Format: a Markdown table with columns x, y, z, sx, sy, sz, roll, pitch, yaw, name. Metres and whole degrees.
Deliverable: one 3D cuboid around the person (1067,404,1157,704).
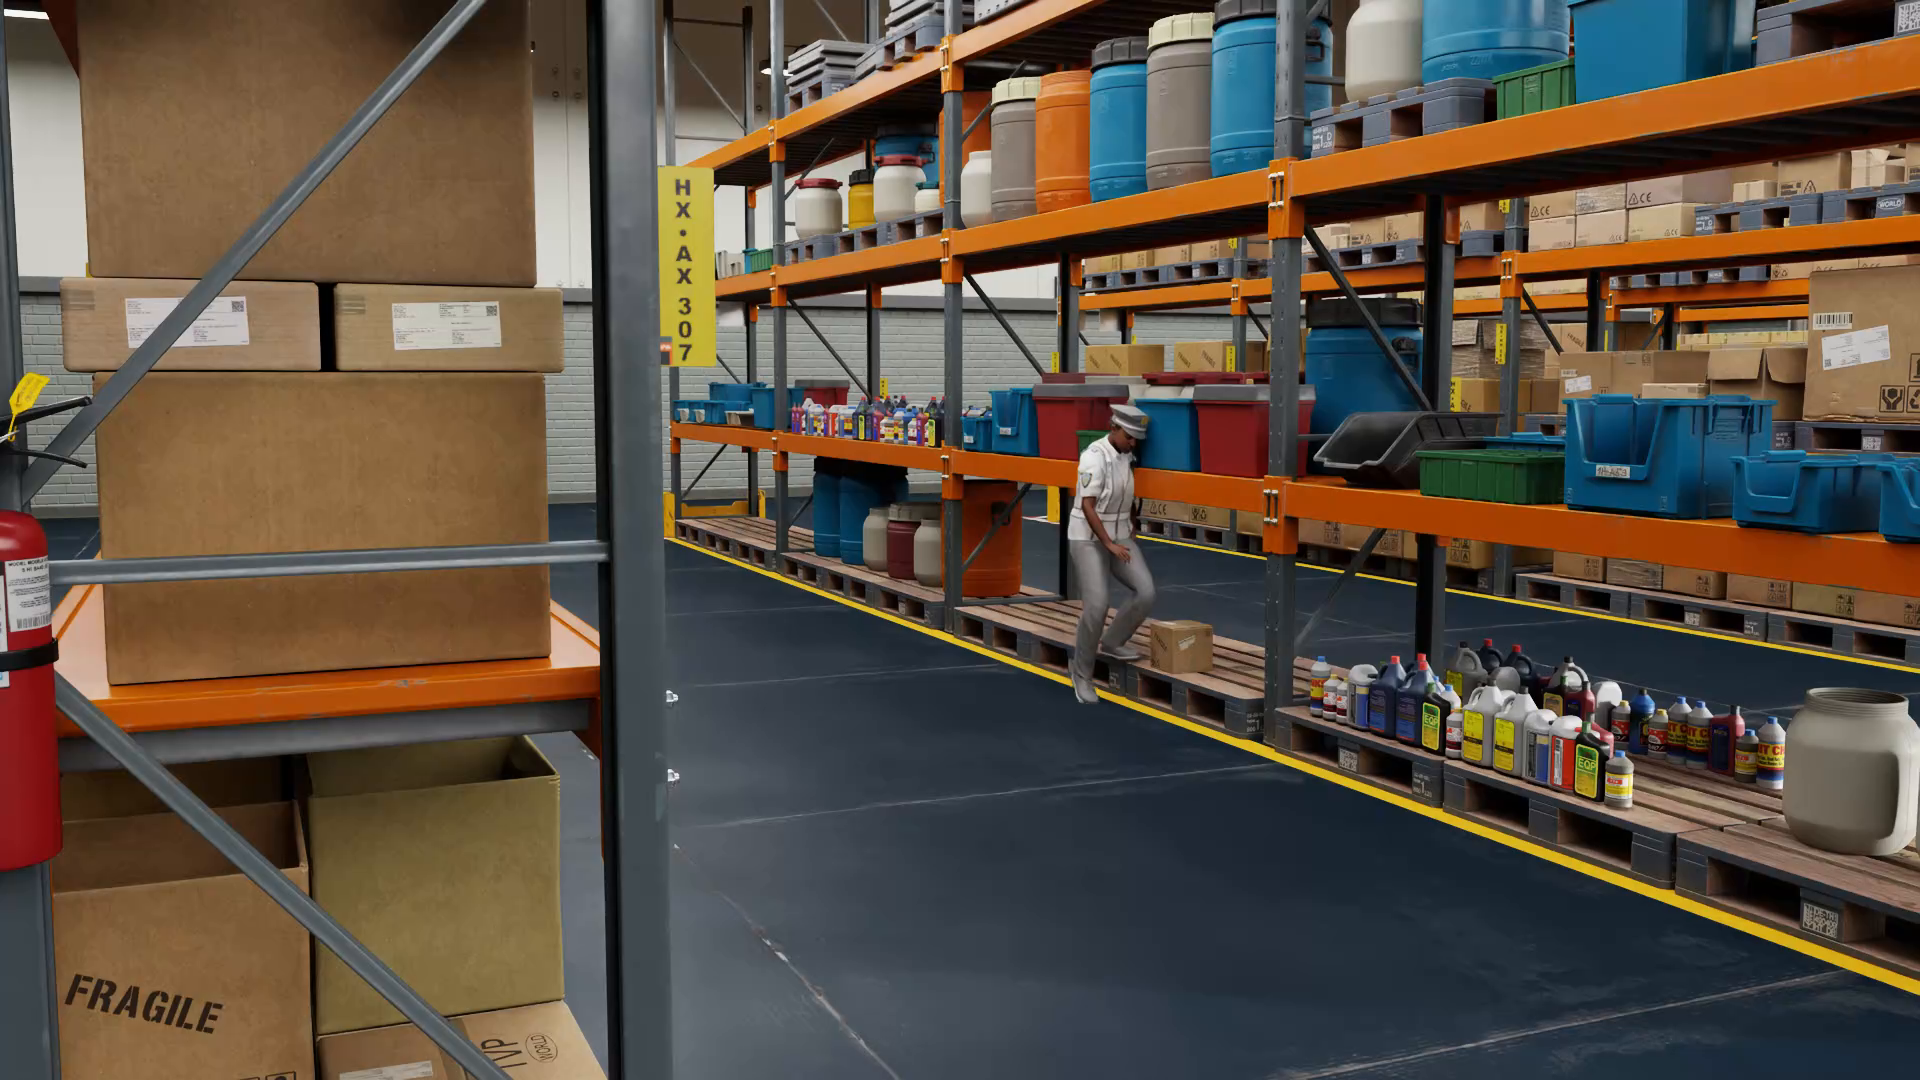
| x | y | z | sx | sy | sz | roll | pitch | yaw | name |
| --- | --- | --- | --- | --- | --- | --- | --- | --- | --- |
| 0.845 | 0.080 | 9.330 | 0.479 | 1.678 | 0.524 | -5 | 7 | -42 | person |
